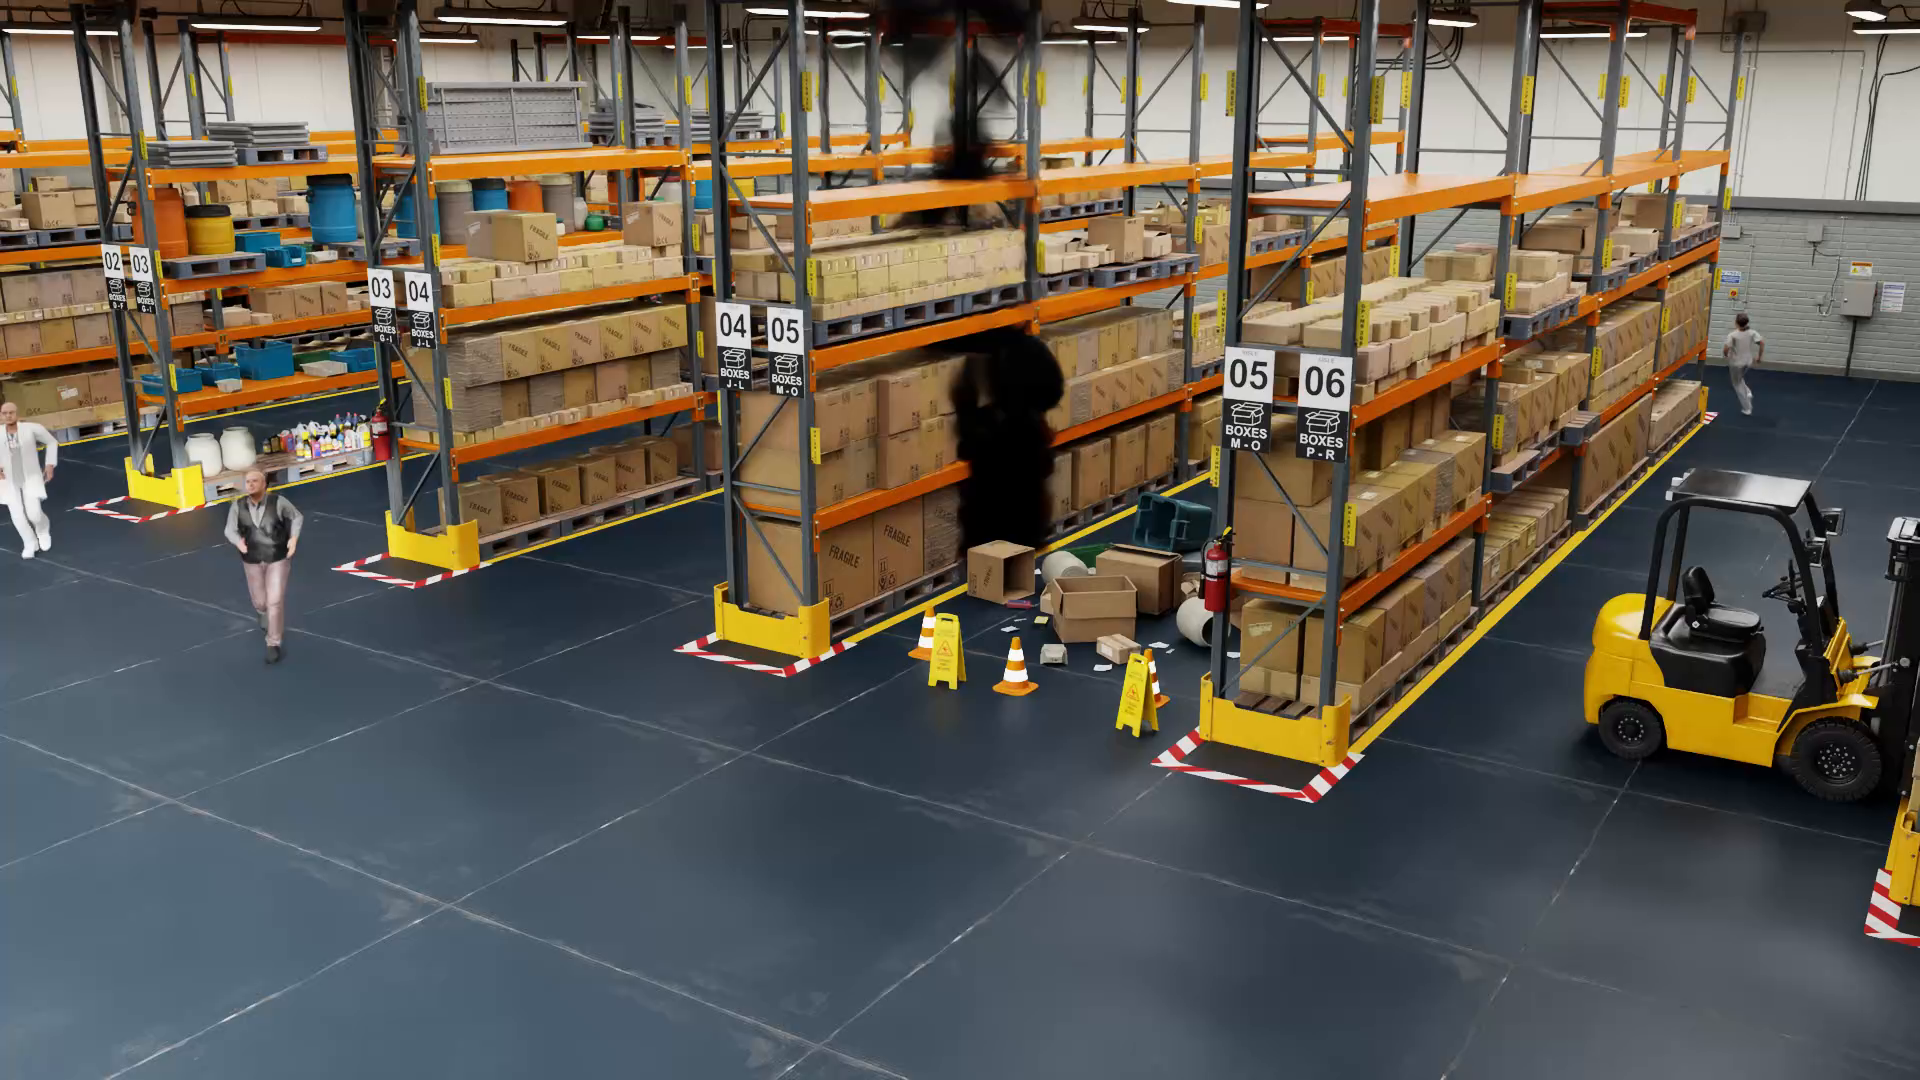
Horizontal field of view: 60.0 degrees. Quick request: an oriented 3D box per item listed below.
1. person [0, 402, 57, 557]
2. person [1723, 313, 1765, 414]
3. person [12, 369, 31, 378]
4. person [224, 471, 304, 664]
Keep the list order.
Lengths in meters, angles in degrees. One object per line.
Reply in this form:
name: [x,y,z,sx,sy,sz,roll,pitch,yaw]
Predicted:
person: [-10.332,-0.655,18.330,0.732,1.741,0.647,-6,17,-21]
person: [12.290,-2.820,26.290,0.589,1.573,0.547,-2,16,-7]
person: [-14.468,-2.652,25.785,0.526,1.606,0.815,11,19,35]
person: [-6.397,0.188,15.367,0.670,1.725,0.921,-3,16,-11]
